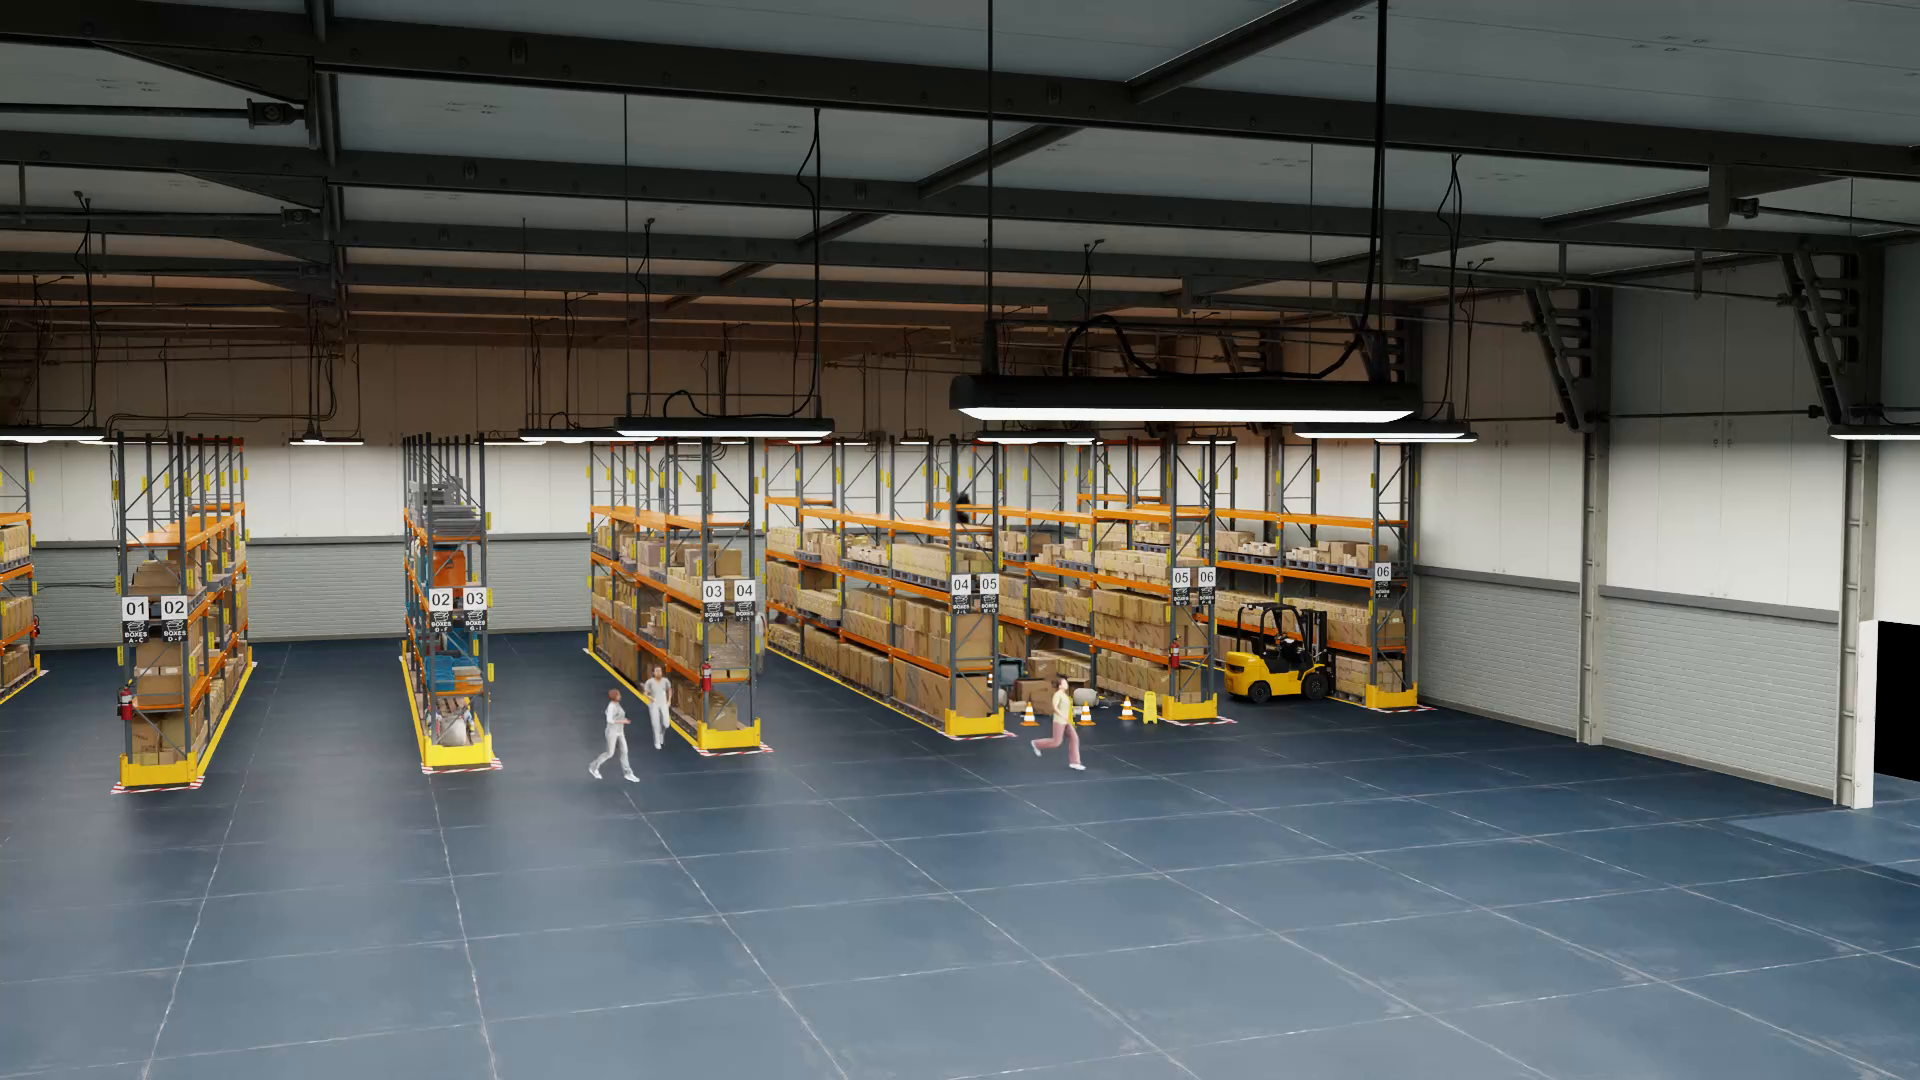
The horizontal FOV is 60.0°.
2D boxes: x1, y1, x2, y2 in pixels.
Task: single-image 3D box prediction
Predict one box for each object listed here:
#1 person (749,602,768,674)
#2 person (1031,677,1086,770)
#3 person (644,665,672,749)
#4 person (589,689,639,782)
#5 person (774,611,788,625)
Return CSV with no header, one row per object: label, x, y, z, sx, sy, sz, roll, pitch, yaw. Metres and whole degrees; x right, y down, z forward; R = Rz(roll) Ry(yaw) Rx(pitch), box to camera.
person,-5.204,2.498,42.372,0.670,1.847,0.830,-1,3,-21
person,1.776,3.273,29.760,1.008,1.649,0.559,2,3,25
person,-5.716,3.170,31.569,0.567,1.616,0.601,-1,3,-21
person,-5.919,3.329,28.361,0.876,1.603,0.540,1,3,10
person,-5.283,2.113,49.574,0.646,1.576,0.801,1,3,16
